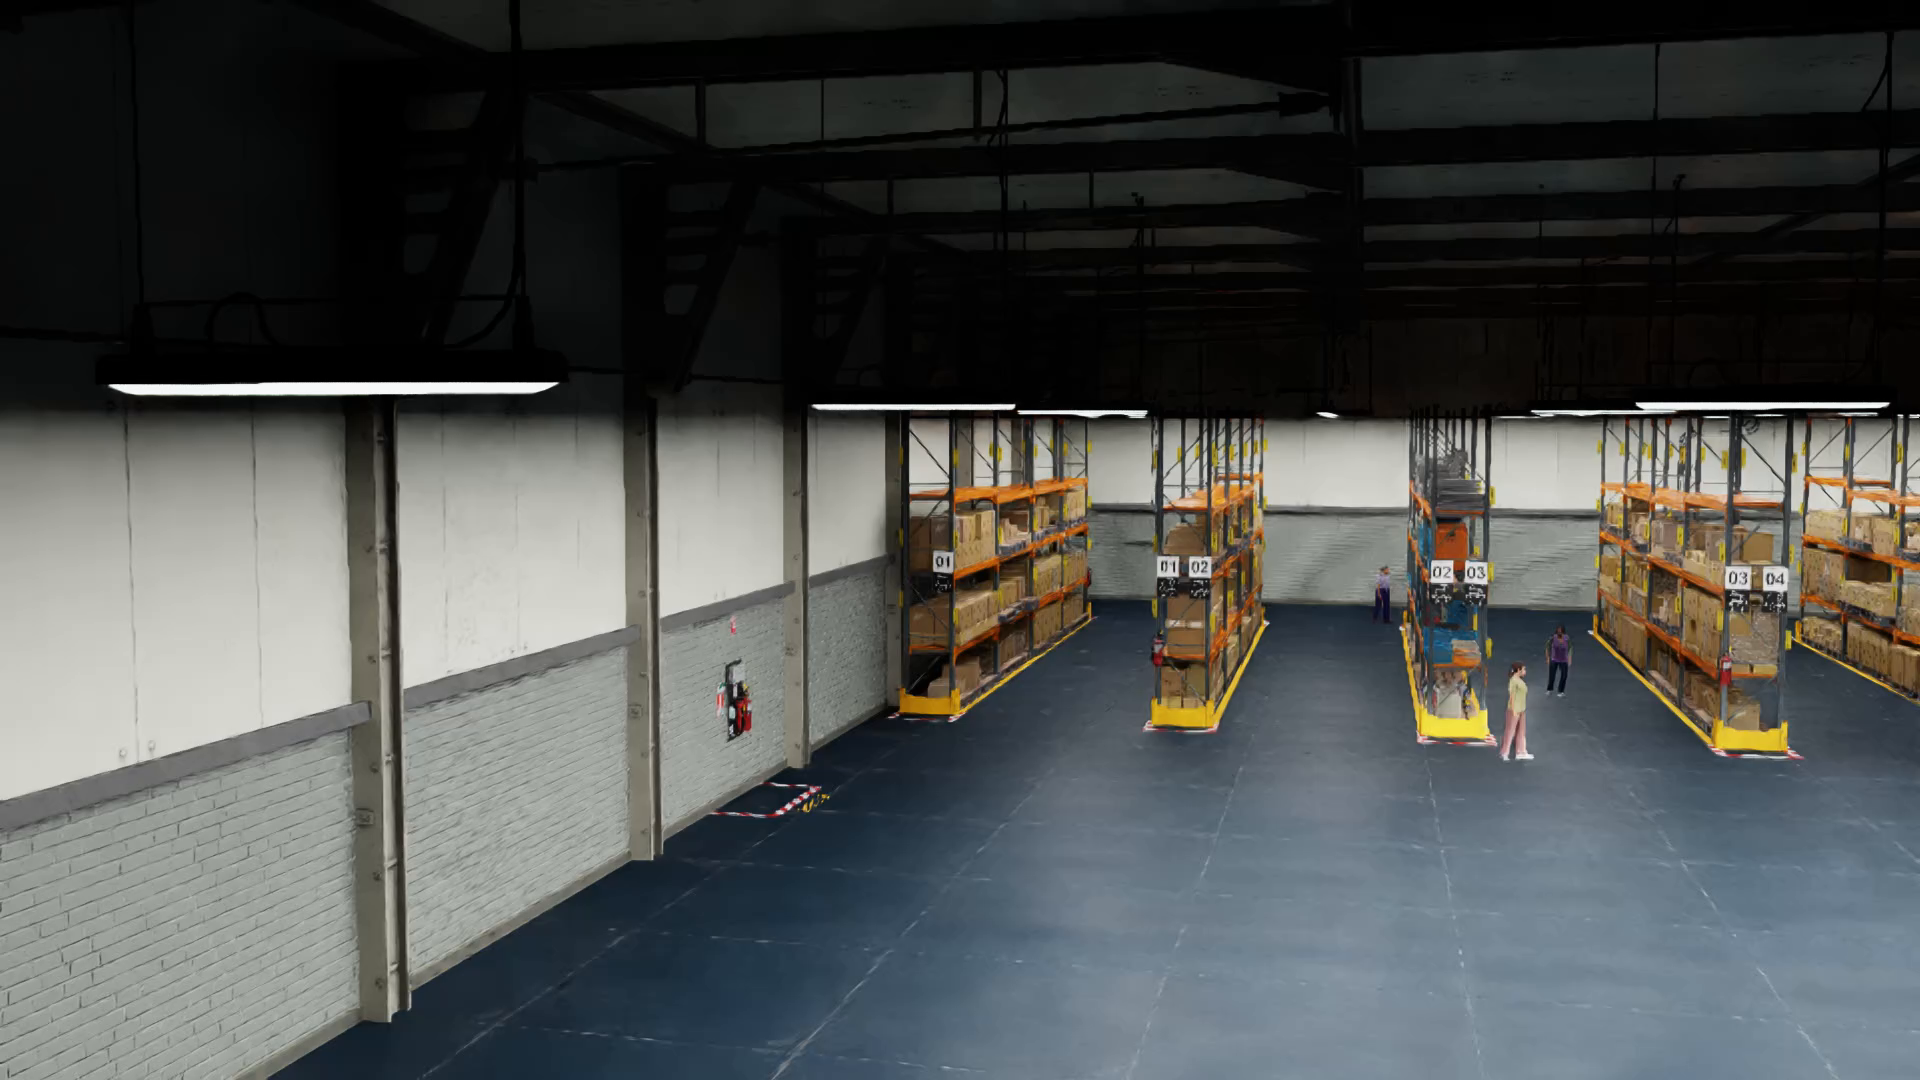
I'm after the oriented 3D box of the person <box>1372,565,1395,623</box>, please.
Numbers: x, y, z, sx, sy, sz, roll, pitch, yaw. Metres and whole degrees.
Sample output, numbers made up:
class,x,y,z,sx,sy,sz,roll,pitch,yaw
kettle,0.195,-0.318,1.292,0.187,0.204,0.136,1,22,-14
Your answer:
class,x,y,z,sx,sy,sz,roll,pitch,yaw
person,11.987,1.527,47.164,0.531,1.653,0.526,-3,5,-35

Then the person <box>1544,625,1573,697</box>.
class,x,y,z,sx,sy,sz,roll,pitch,yaw
person,12.366,2.500,34.372,0.566,1.528,0.516,1,4,11

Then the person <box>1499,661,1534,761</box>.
class,x,y,z,sx,sy,sz,roll,pitch,yaw
person,9.361,2.873,27.984,0.466,1.674,0.570,3,5,39
